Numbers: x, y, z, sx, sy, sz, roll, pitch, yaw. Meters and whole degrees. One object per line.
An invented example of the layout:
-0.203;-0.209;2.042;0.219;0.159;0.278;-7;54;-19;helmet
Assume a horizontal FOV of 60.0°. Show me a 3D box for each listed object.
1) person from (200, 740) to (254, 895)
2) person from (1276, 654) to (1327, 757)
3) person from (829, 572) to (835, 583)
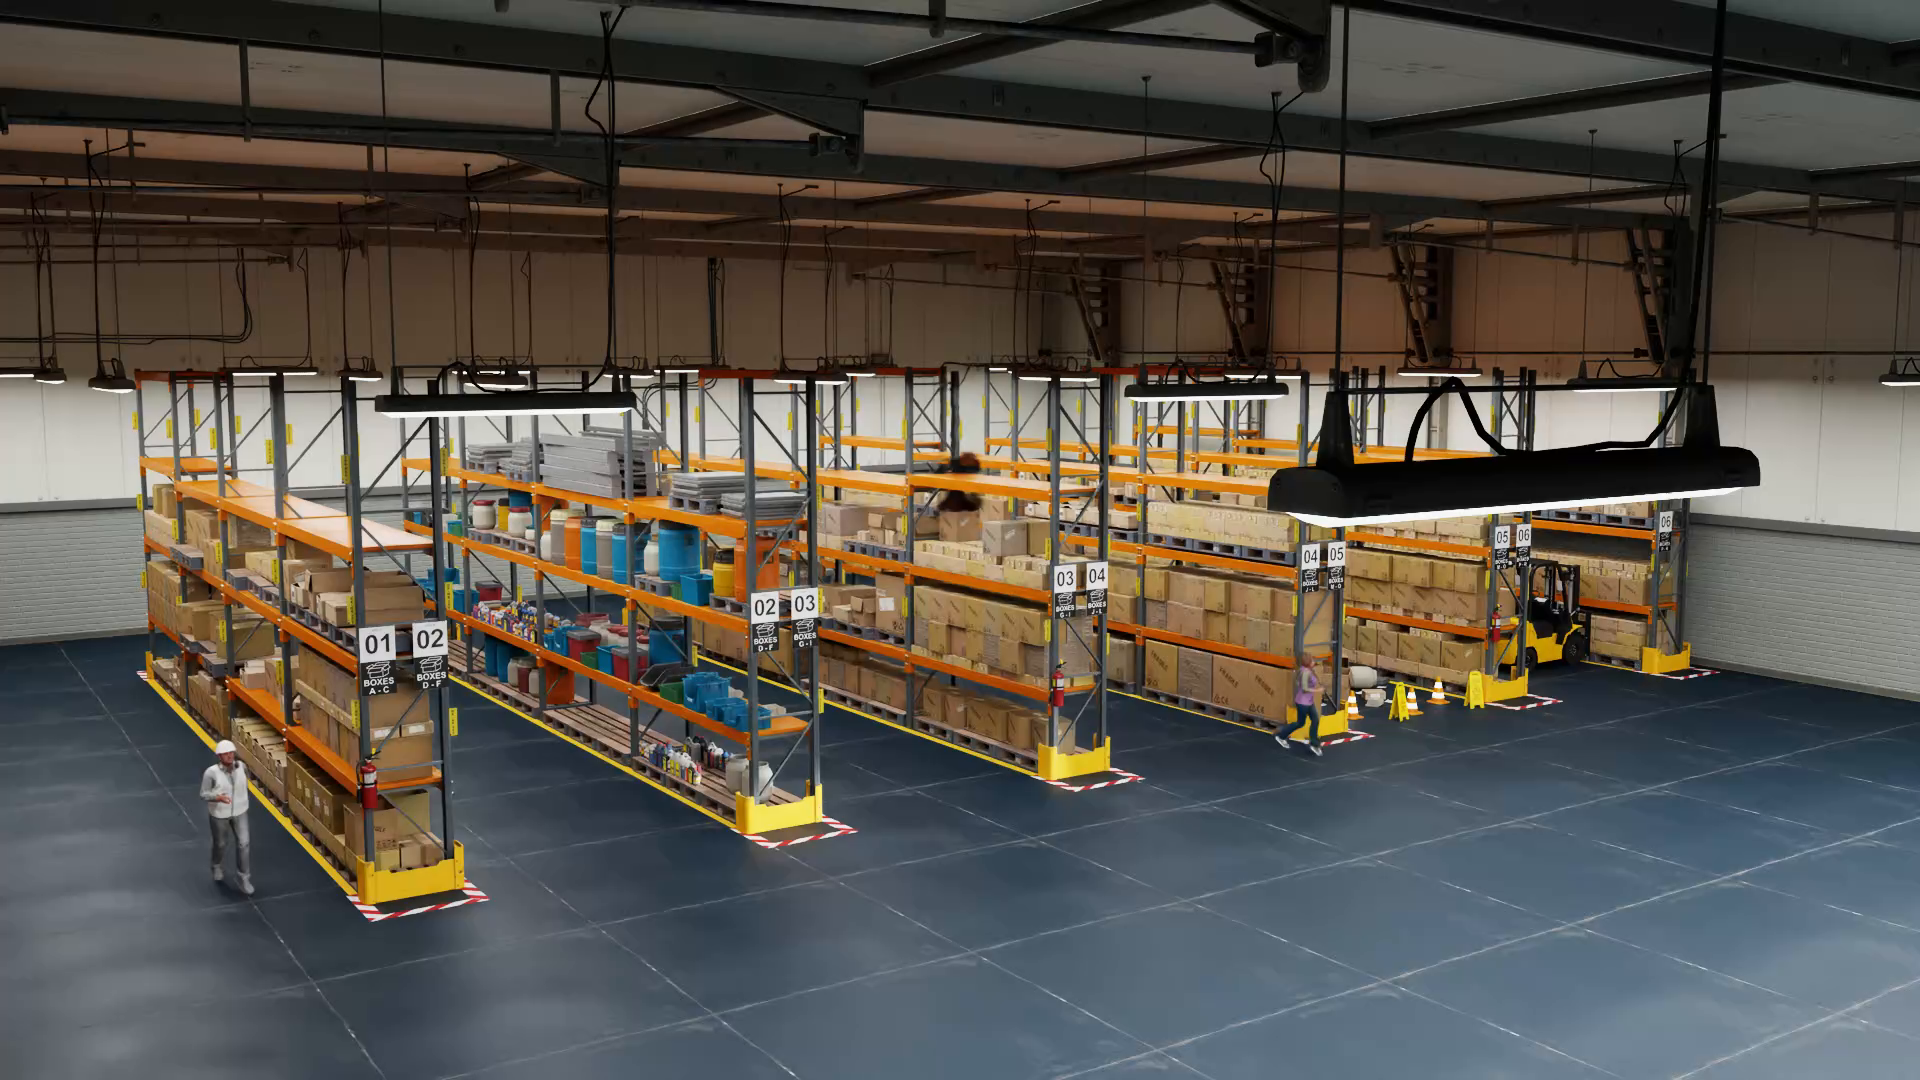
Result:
-8.656;3.231;19.631;0.610;1.805;0.889;-5;8;-37;person
5.385;2.603;26.195;0.771;1.655;0.561;2;7;20;person
-3.045;0.814;41.920;0.717;1.632;0.588;-1;6;-7;person
